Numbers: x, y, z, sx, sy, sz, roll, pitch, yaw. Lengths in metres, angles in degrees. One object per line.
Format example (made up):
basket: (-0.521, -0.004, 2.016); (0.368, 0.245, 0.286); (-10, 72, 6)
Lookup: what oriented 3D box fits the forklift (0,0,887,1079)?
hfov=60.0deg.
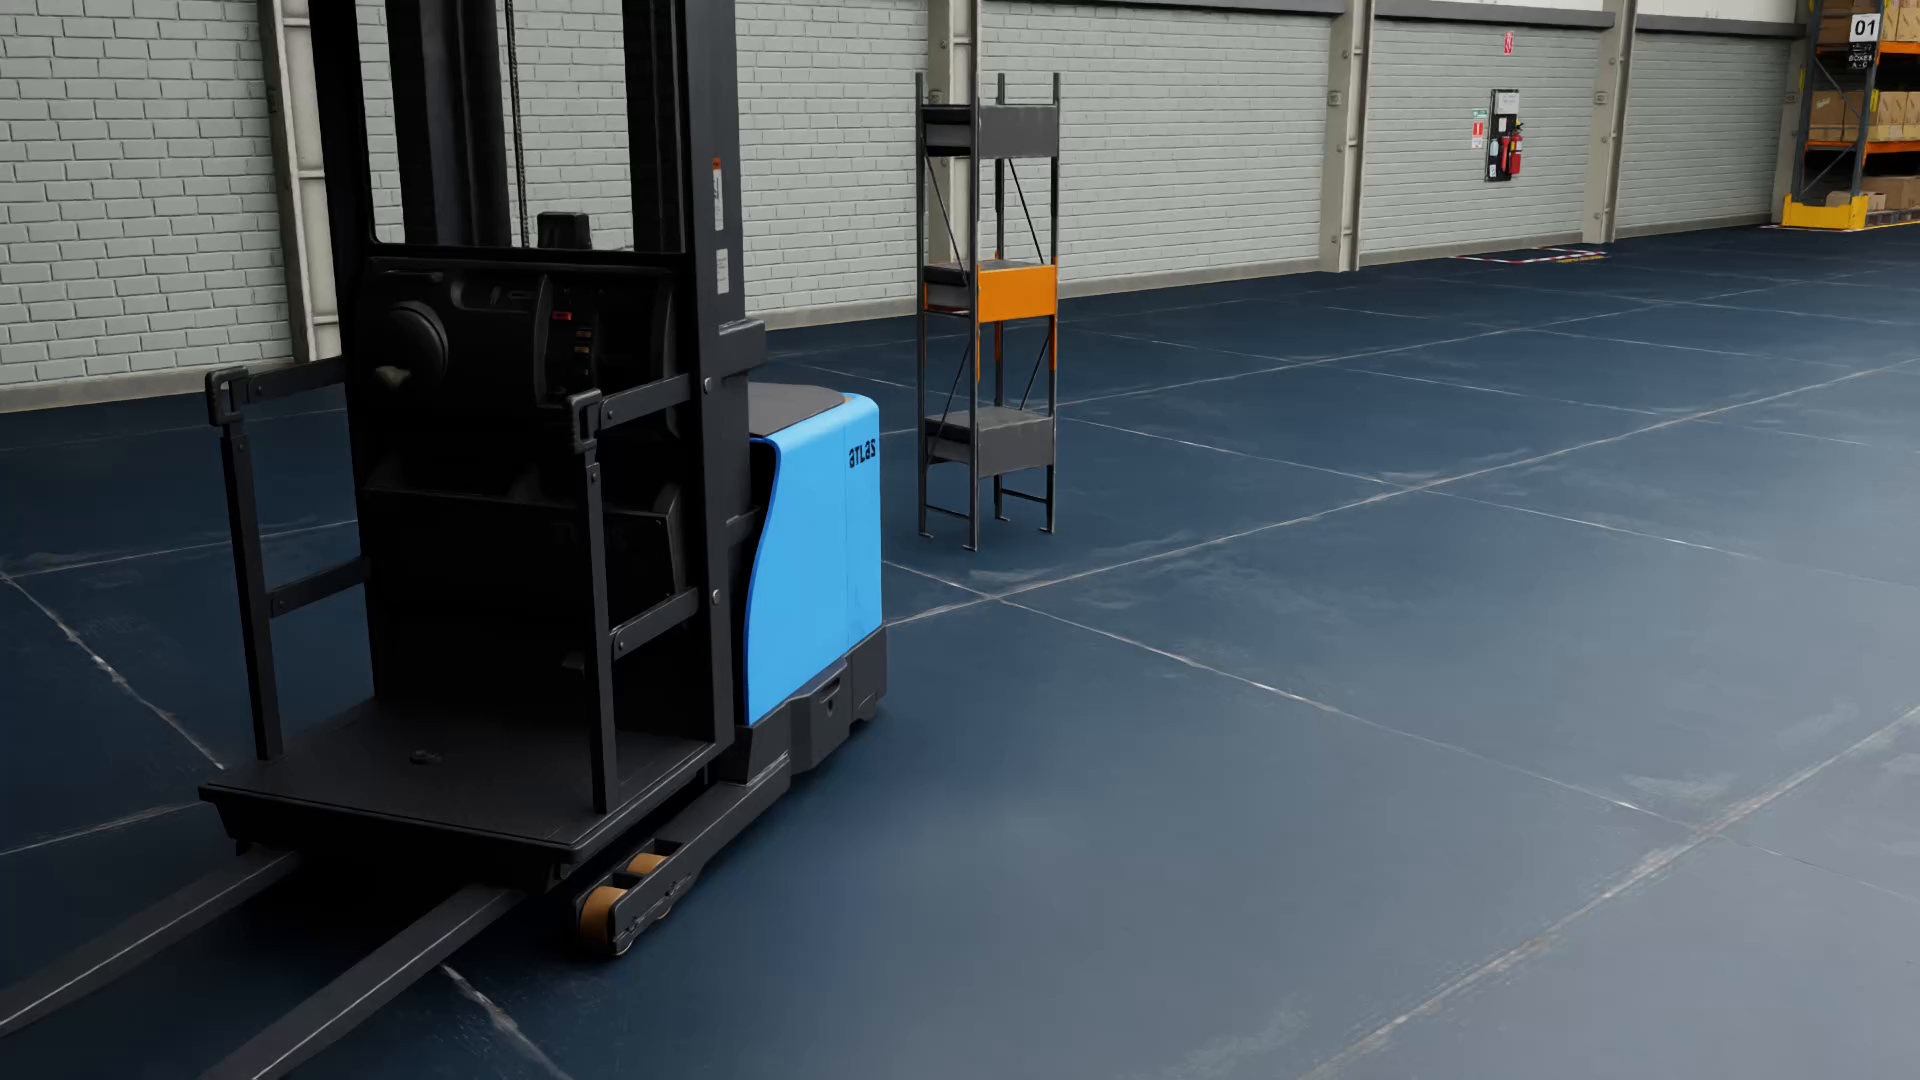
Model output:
forklift: (-1.217, -0.533, 4.067); (1.130, 2.935, 3.031); (5, 16, 19)

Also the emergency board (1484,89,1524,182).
emergency board: (7.116, -5.247, 21.583); (0.643, 1.169, 0.194); (-13, 19, -39)

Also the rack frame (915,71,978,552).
rack frame: (-0.059, -1.001, 7.429); (0.015, 2.100, 0.400); (-13, 19, -39)

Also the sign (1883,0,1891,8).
sign: (13.927, -8.154, 24.958); (0.005, 0.325, 0.100); (-13, 19, -39)

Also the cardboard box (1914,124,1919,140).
cardboard box: (15.301, -6.607, 26.925); (0.500, 0.250, 0.500); (-12, 19, -39)

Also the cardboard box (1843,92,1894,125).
cardboard box: (14.128, -6.710, 25.857); (0.500, 0.500, 0.500); (-13, 19, -39)

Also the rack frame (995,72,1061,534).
rack frame: (0.309, -1.084, 7.739); (0.015, 2.100, 0.400); (-13, 19, -39)

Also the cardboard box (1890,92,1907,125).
cardboard box: (14.508, -6.792, 26.163); (0.500, 0.500, 0.500); (-13, 19, -39)

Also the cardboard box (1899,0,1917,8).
cardboard box: (14.432, -8.471, 25.670); (0.500, 0.500, 0.500); (-13, 20, -40)

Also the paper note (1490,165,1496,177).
paper note: (6.937, -4.805, 21.634); (0.142, 0.148, 0.016); (-13, 19, -39)

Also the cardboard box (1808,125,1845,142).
cardboard box: (13.796, -6.442, 26.307); (0.500, 0.250, 0.500); (-12, 19, -39)

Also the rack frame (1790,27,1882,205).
rack frame: (13.571, -6.388, 25.853); (0.127, 3.000, 1.000); (-13, 19, -39)

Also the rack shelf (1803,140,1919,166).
rack shelf: (15.080, -6.379, 27.214); (4.000, 0.370, 1.077); (-13, 19, -39)

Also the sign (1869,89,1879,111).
sign: (13.927, -6.701, 25.346); (0.005, 0.325, 0.100); (-13, 19, -39)

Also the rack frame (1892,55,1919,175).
rack frame: (16.588, -7.066, 28.390); (0.127, 3.000, 1.000); (-13, 19, -39)

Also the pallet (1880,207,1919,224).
pallet: (15.184, -5.390, 27.520); (1.213, 0.211, 1.003); (-13, 19, -39)

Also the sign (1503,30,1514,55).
sign: (7.044, -6.385, 21.351); (0.199, 0.298, 0.001); (-13, 19, -39)

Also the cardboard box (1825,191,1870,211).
cardboard box: (14.152, -5.401, 26.516); (0.500, 0.311, 0.500); (13, 20, 41)

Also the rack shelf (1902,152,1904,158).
rack shelf: (18.097, -7.057, 29.751); (4.000, 0.370, 1.077); (-13, 19, -39)

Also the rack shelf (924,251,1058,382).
rack shelf: (0.125, -1.029, 7.588); (0.480, 0.518, 0.431); (-13, 19, -39)

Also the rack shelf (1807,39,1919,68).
rack shelf: (15.080, -7.829, 26.827); (4.000, 0.370, 1.077); (-13, 19, -39)

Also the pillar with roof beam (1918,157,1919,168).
pillar with roof beam: (20.883, -9.752, 26.821); (0.400, 9.000, 9.100); (-13, 19, -39)

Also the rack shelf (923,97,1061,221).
rack shelf: (0.125, -1.706, 7.407); (0.480, 0.518, 0.431); (-13, 19, -39)

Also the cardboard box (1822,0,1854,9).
cardboard box: (13.724, -8.502, 25.785); (0.500, 0.500, 0.500); (-12, 19, -37)

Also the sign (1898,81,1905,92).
sign: (16.221, -7.733, 28.642); (0.005, 0.325, 0.100); (-13, 19, -39)

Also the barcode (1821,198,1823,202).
barcode: (13.903, -5.487, 26.818); (0.075, 0.075, 0.001); (-13, 19, -39)

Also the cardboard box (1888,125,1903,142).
cardboard box: (14.530, -6.437, 26.287); (0.500, 0.250, 0.500); (-13, 20, -41)

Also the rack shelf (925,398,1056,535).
rack shelf: (0.125, -0.353, 7.768); (0.480, 0.518, 0.431); (-13, 19, -39)

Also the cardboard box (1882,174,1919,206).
cardboard box: (15.832, -5.887, 27.968); (0.500, 0.500, 0.500); (14, 21, 43)

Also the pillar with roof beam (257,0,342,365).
pillar with roof beam: (-1.748, -4.670, 7.795); (0.400, 9.000, 9.100); (-13, 19, -39)

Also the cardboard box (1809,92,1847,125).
cardboard box: (13.787, -6.809, 26.227); (0.500, 0.500, 0.500); (-13, 20, -40)

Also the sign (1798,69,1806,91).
sign: (13.222, -7.212, 26.080); (0.005, 0.325, 0.100); (-13, 19, -39)

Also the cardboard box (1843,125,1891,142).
cardboard box: (14.147, -6.346, 25.948); (0.500, 0.250, 0.500); (-13, 20, -41)

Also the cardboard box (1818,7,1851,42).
cardboard box: (13.719, -8.015, 25.899); (0.500, 0.500, 0.500); (-11, 18, -35)

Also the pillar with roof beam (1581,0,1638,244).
pillar with roof beam: (11.831, -7.719, 19.210); (0.400, 9.000, 9.100); (-13, 19, -39)

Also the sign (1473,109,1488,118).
sign: (6.640, -5.446, 21.230); (0.331, 0.109, 0.001); (-13, 19, -39)

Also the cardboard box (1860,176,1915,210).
cardboard box: (15.168, -5.704, 27.282); (0.500, 0.500, 0.700); (-14, 21, -43)

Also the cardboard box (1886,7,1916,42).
cardboard box: (14.416, -7.987, 25.795); (0.500, 0.500, 0.500); (-11, 19, -36)

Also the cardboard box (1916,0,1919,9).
cardboard box: (14.812, -8.560, 26.003); (0.500, 0.500, 0.500); (-12, 19, -38)

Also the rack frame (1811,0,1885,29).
rack frame: (13.571, -9.286, 25.079); (0.127, 3.000, 1.000); (-13, 19, -39)

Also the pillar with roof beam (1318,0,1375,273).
pillar with roof beam: (7.305, -6.703, 15.405); (0.400, 9.000, 9.100); (-13, 19, -39)

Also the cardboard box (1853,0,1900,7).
cardboard box: (14.021, -8.396, 25.389); (0.500, 0.500, 0.500); (14, 21, 43)

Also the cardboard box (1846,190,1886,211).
cardboard box: (14.582, -5.498, 26.878); (0.500, 0.311, 0.500); (-11, 18, -35)

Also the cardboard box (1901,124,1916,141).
cardboard box: (14.918, -6.522, 26.606); (0.500, 0.250, 0.500); (-13, 20, -40)

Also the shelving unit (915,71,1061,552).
shelving unit: (0.125, -1.042, 7.584); (0.503, 2.100, 0.431); (-13, 19, -39)

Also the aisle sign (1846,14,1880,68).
aisle sign: (13.714, -7.573, 25.253); (0.004, 0.787, 0.394); (-13, 19, -39)

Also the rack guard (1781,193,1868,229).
rack guard: (13.628, -5.193, 26.224); (0.348, 0.500, 1.175); (-13, 19, -39)

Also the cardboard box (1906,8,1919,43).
cardboard box: (14.805, -8.076, 26.127); (0.500, 0.500, 0.500); (-12, 19, -37)

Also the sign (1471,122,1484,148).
sign: (6.631, -5.191, 21.302); (0.234, 0.329, 0.001); (-13, 19, -39)

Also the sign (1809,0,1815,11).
sign: (13.222, -8.376, 25.769); (0.005, 0.325, 0.100); (-13, 19, -39)

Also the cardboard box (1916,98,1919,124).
cardboard box: (15.283, -6.968, 26.822); (0.500, 0.500, 0.500); (-12, 19, -38)

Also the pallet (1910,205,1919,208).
pallet: (16.105, -5.598, 28.298); (1.213, 0.211, 1.003); (-13, 19, -39)

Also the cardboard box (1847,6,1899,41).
cardboard box: (13.987, -7.903, 25.480); (0.500, 0.500, 0.500); (-12, 19, -38)

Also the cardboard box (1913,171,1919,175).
cardboard box: (17.133, -6.198, 29.134); (0.500, 0.500, 0.700); (-12, 19, -38)

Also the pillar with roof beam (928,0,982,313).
pillar with roof beam: (2.778, -5.686, 11.600); (0.400, 9.000, 9.100); (-13, 19, -39)

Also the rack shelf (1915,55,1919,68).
rack shelf: (18.097, -8.506, 29.364); (4.000, 0.370, 1.077); (-13, 19, -39)

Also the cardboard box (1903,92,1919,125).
cardboard box: (14.902, -6.878, 26.486); (0.500, 0.500, 0.500); (-13, 20, -41)

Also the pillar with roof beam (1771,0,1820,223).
pillar with roof beam: (16.357, -8.735, 23.015); (0.400, 9.000, 9.100); (-13, 19, -39)

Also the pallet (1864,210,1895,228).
pallet: (14.264, -5.184, 26.750); (1.213, 0.211, 1.003); (-13, 19, -39)
